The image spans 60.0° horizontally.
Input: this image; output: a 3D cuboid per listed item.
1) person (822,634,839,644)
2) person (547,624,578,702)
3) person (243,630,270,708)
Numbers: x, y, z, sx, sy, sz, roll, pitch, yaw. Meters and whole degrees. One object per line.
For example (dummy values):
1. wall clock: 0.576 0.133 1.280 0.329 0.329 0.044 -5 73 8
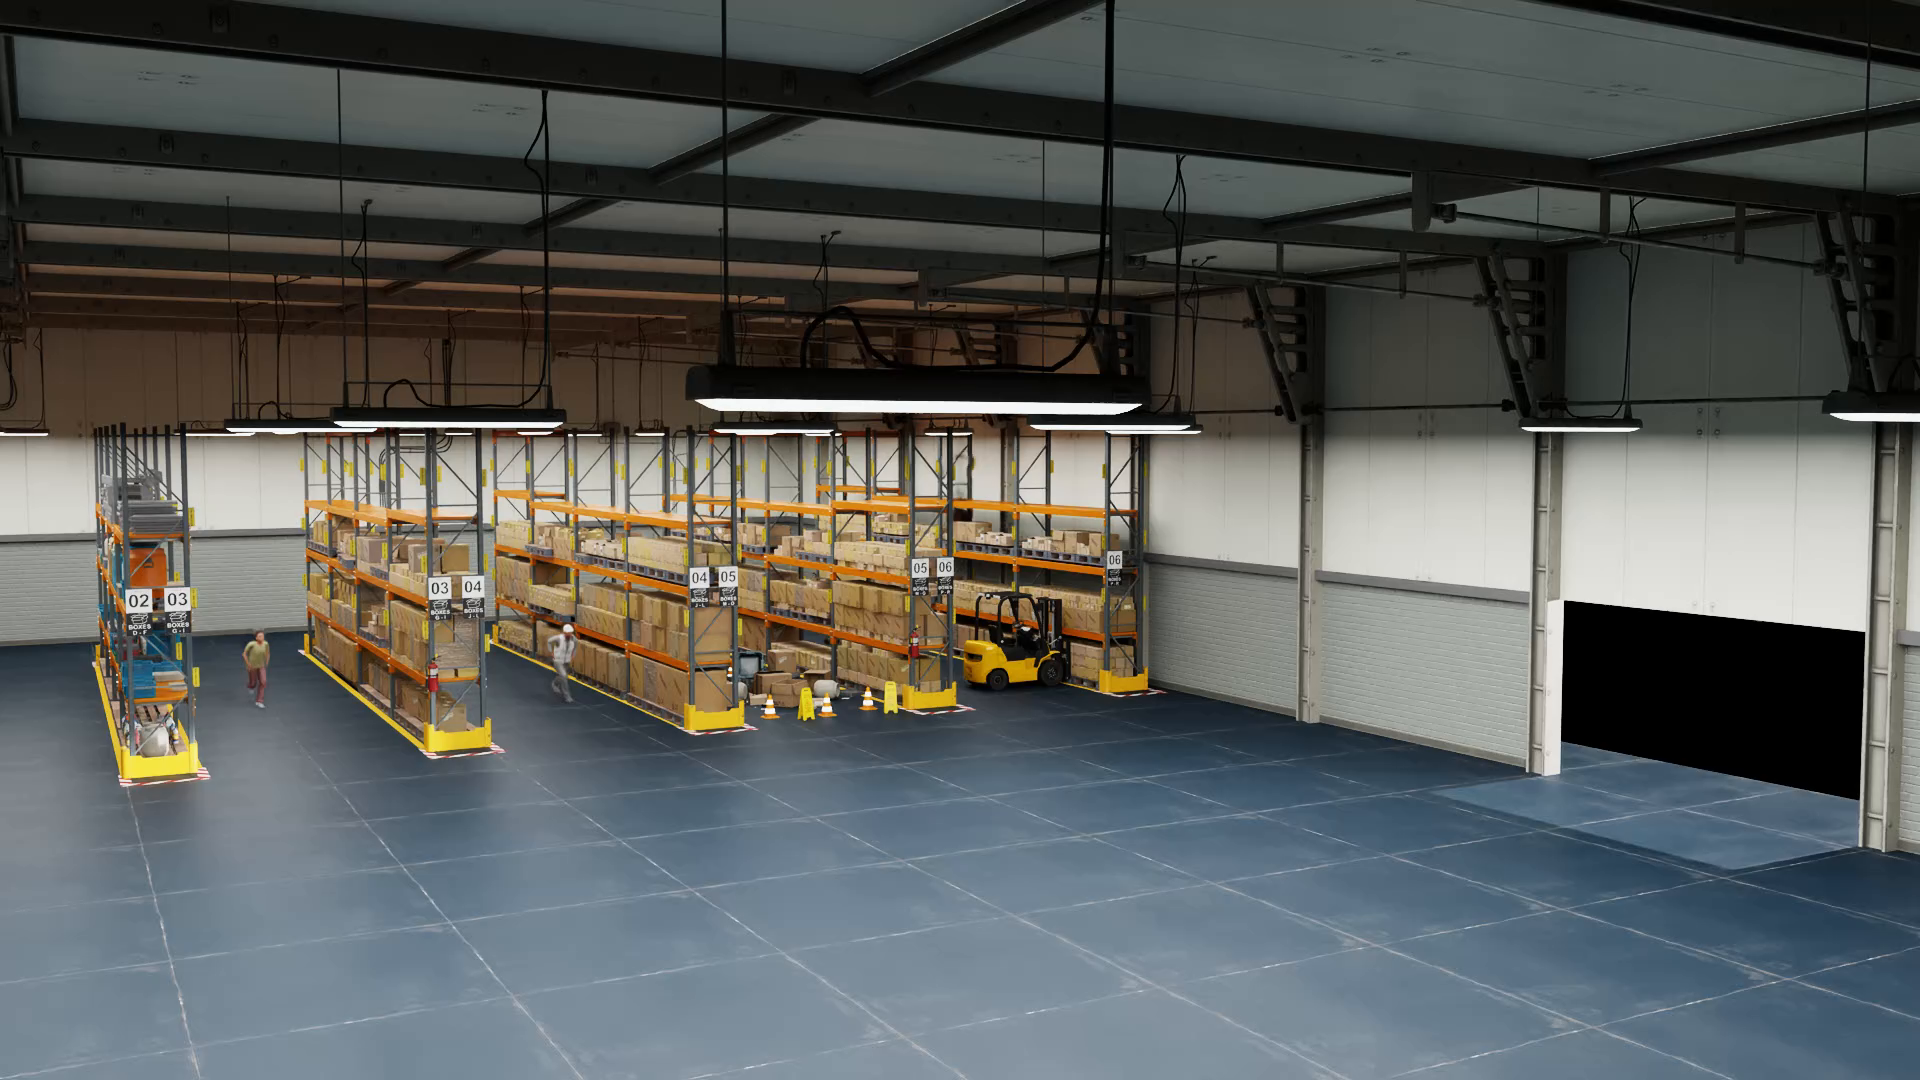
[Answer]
1. person: -3.629 2.052 46.207 0.608 1.839 1.065 -2 4 -35
2. person: -8.766 2.685 36.548 0.697 1.731 1.050 -2 4 -36
3. person: -15.159 2.762 35.838 0.586 1.653 0.904 -3 5 -41
